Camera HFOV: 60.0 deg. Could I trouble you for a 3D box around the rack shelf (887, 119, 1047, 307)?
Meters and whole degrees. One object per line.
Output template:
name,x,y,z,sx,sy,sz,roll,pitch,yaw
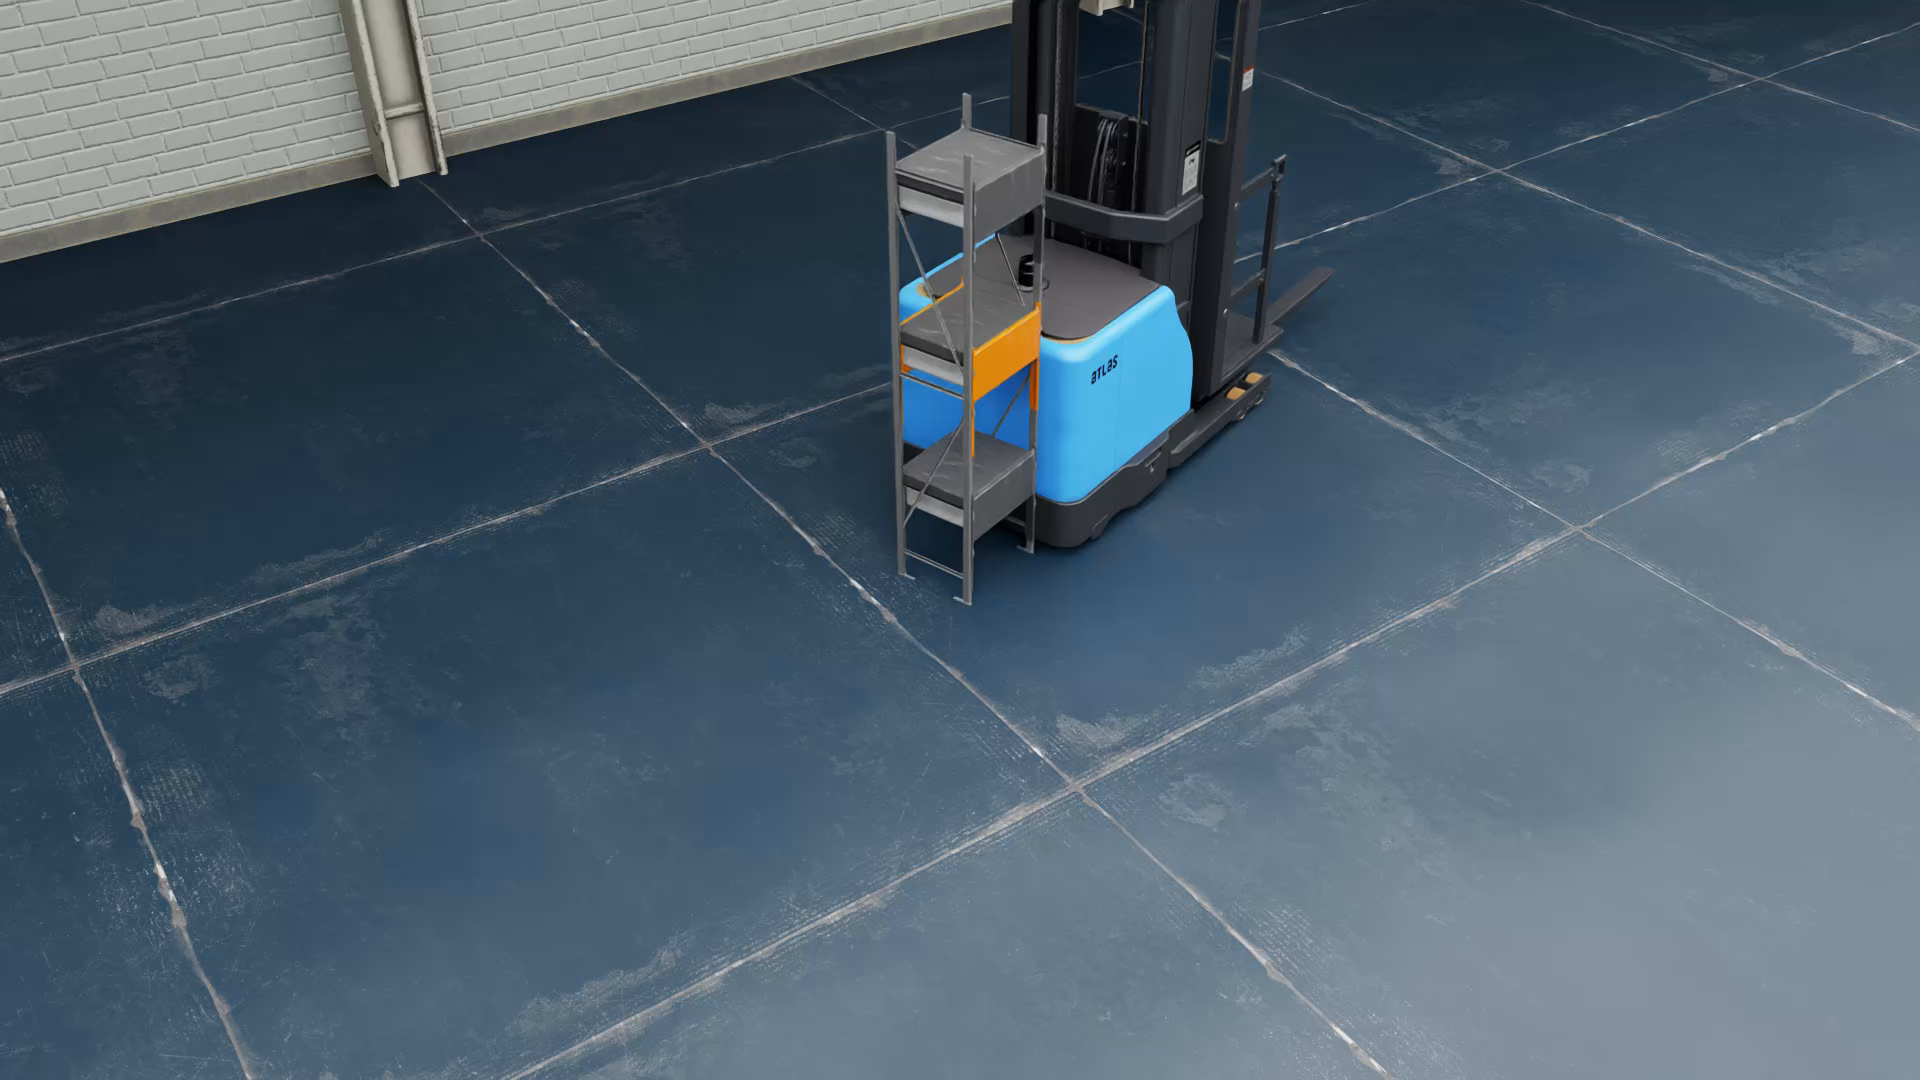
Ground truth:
rack shelf,0.029,-1.301,6.585,0.431,0.518,0.480,23,42,29

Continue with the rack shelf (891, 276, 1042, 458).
rack shelf,0.029,-0.733,6.993,0.431,0.518,0.480,23,42,29

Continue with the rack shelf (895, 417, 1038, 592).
rack shelf,0.029,-0.164,7.402,0.431,0.518,0.480,23,42,29

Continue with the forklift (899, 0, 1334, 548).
forklift,0.977,-1.964,7.971,1.130,2.935,3.031,23,42,29

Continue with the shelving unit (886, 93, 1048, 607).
shelving unit,0.029,-0.744,6.985,0.431,2.100,0.503,23,42,29

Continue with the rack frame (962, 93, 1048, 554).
rack frame,0.174,-0.858,7.145,0.400,2.100,0.015,23,42,29

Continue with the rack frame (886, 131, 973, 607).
rack frame,-0.115,-0.629,6.826,0.400,2.100,0.015,23,42,29

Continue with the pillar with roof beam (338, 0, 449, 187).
pillar with roof beam,-1.206,-4.070,5.702,0.400,9.000,9.100,-22,41,-28

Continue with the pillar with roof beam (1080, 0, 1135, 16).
pillar with roof beam,3.698,-6.088,8.508,0.400,9.000,9.100,-22,41,-28
